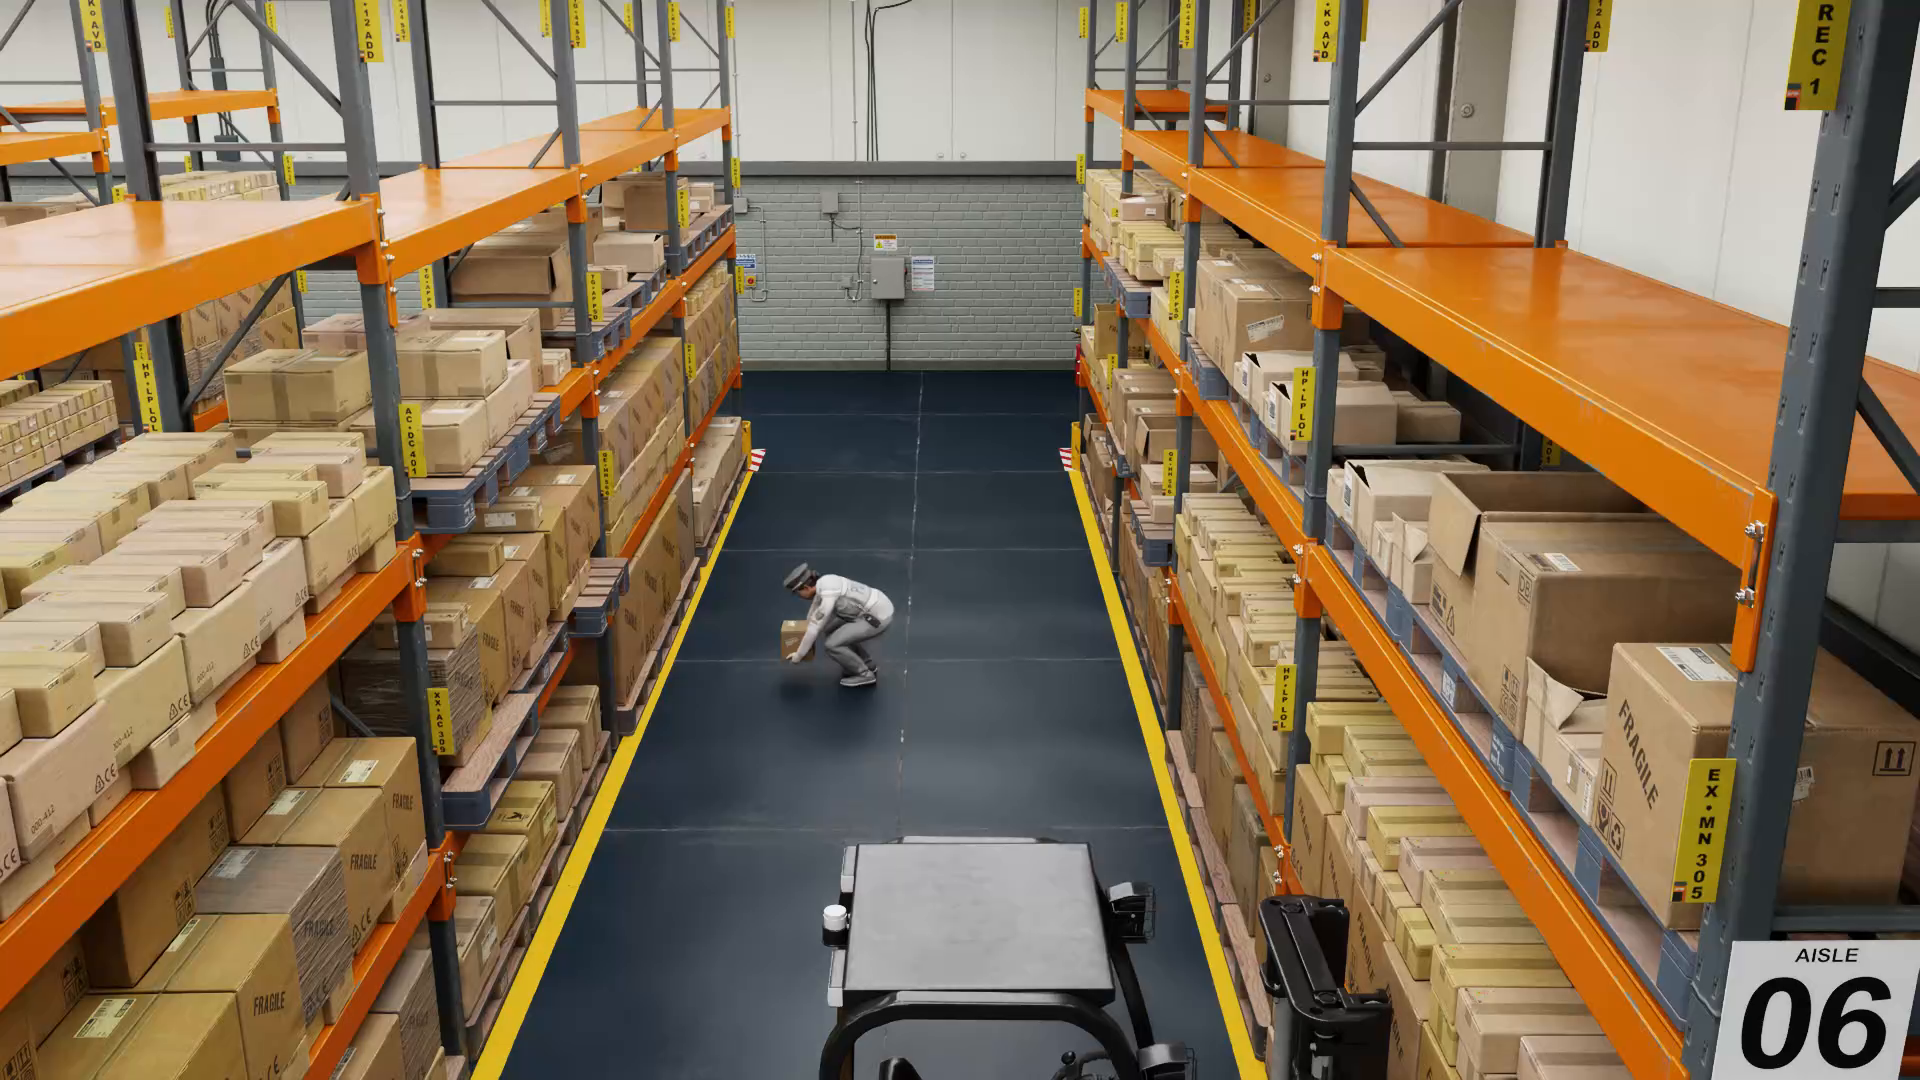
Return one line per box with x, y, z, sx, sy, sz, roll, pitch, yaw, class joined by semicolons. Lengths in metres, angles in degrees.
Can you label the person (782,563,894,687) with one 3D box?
-0.955;0.647;13.131;0.868;0.982;0.458;-1;17;-2;person
